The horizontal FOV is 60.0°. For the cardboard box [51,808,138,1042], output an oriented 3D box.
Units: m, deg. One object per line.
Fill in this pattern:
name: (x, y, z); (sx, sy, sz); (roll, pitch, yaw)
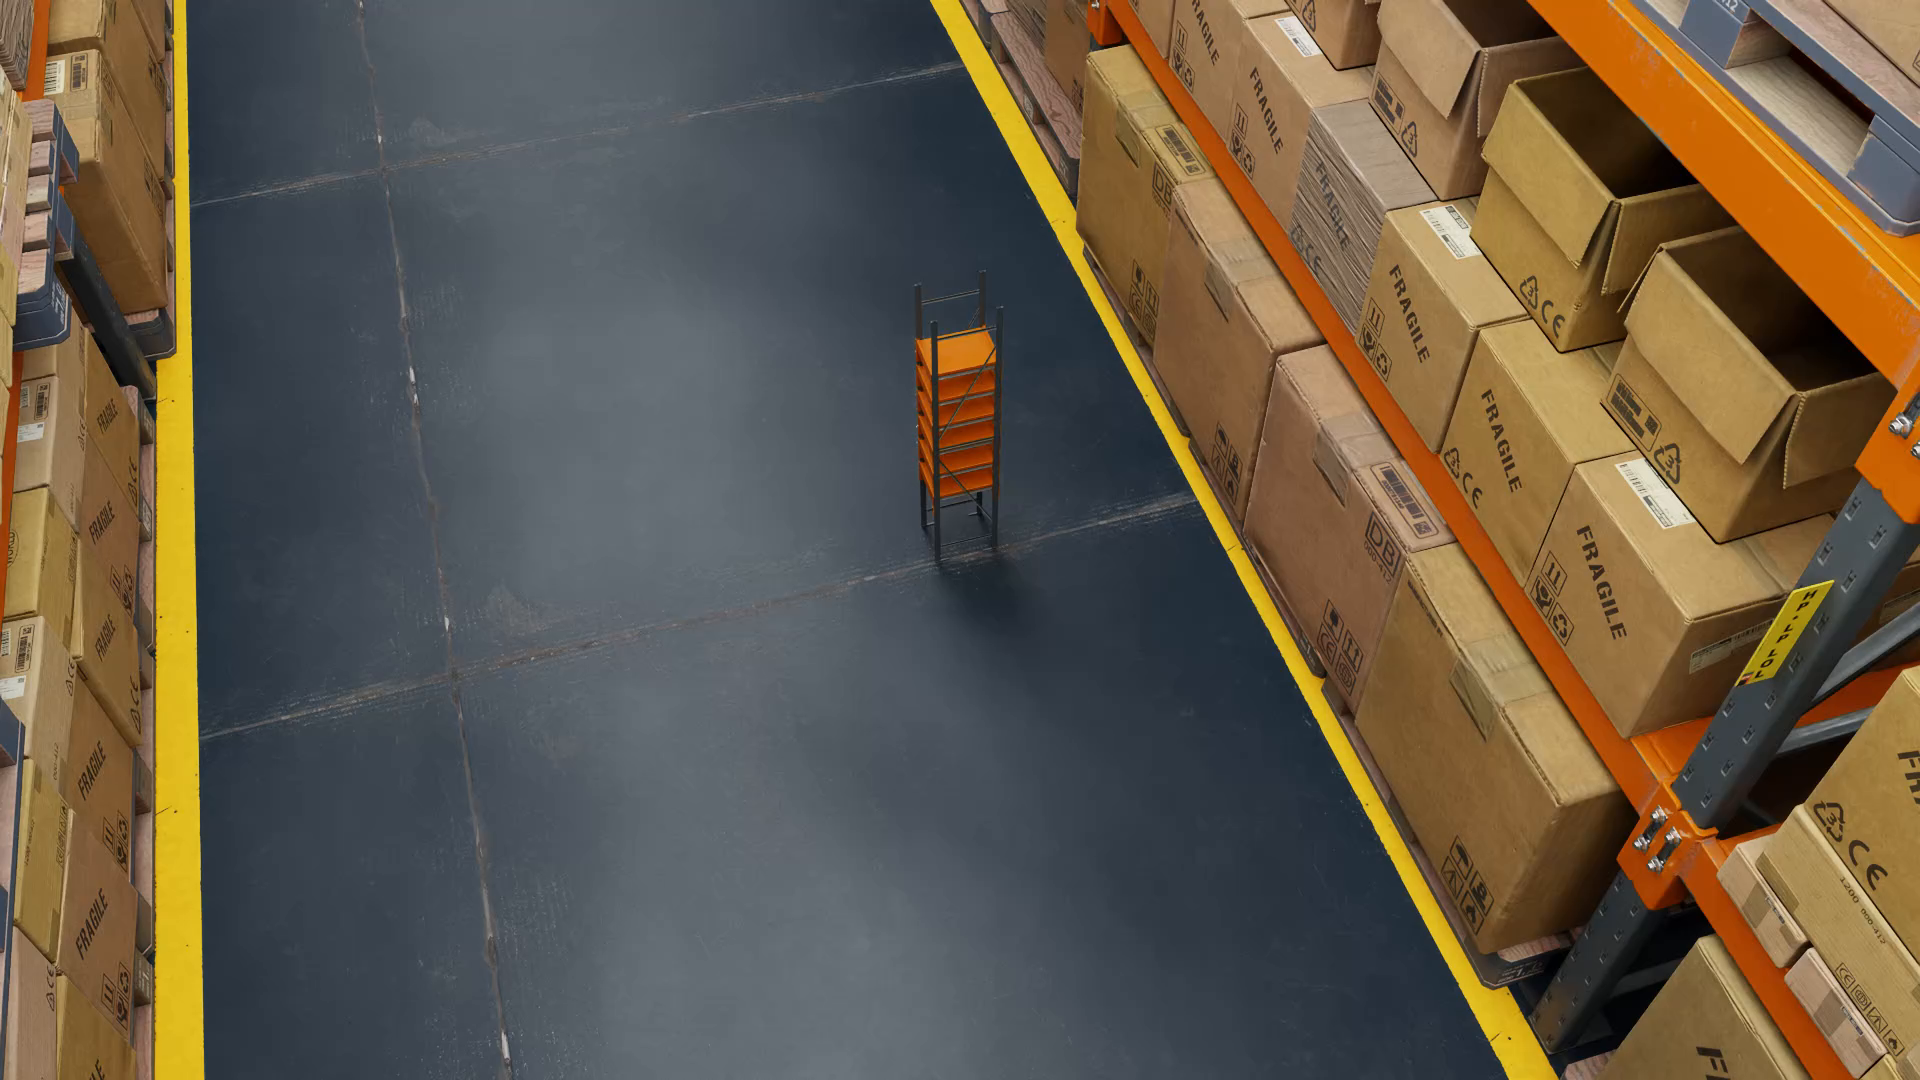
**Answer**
cardboard box: (-2.682, 1.146, 4.683); (0.500, 0.500, 0.500); (-11, 51, -9)

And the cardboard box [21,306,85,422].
cardboard box: (-3.289, -0.592, 5.657); (0.500, 0.250, 0.500); (-14, 51, -12)

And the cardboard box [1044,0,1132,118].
cardboard box: (0.809, -2.329, 7.599); (0.700, 0.500, 0.500); (-16, 52, -13)

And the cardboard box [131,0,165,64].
cardboard box: (-4.373, -2.654, 7.722); (1.050, 0.750, 0.750); (-13, 51, -11)

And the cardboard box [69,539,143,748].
cardboard box: (-2.975, 0.394, 5.316); (0.500, 0.500, 0.500); (-15, 52, -13)

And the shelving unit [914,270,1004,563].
shelving unit: (-0.004, -0.397, 5.800); (0.258, 1.200, 0.189); (-13, 51, -11)

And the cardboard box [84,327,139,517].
cardboard box: (-3.297, -0.369, 5.959); (0.500, 0.500, 0.500); (-14, 51, -11)

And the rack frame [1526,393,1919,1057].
rack frame: (2.209, 0.413, 3.940); (1.000, 3.000, 0.127); (-13, 51, -11)

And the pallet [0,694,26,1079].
pallet: (-2.646, 0.932, 3.628); (1.003, 0.211, 1.213); (-13, 51, -11)

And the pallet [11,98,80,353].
pallet: (-3.429, -0.902, 5.174); (1.213, 0.211, 1.003); (-13, 51, -11)

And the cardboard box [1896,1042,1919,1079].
cardboard box: (2.240, 1.133, 3.237); (0.500, 0.250, 0.500); (-14, 51, -11)

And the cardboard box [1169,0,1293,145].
cardboard box: (1.065, -1.748, 5.696); (0.500, 0.500, 0.500); (-15, 51, -12)

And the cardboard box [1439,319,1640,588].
cardboard box: (1.671, -0.262, 4.443); (0.500, 0.500, 0.500); (-12, 51, -10)

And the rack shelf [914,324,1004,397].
rack shelf: (-0.004, -0.601, 5.559); (0.258, 0.103, 0.180); (-13, 51, -11)

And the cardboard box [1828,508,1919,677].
cardboard box: (2.312, -0.011, 4.232); (0.500, 0.500, 0.500); (-13, 51, -11)

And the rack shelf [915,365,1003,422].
rack shelf: (-0.004, -0.523, 5.651); (0.258, 0.103, 0.180); (-13, 51, -11)

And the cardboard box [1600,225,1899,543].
cardboard box: (2.013, -0.407, 3.910); (0.797, 0.503, 0.637); (-15, 51, -12)

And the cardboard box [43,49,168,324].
cardboard box: (-3.836, -1.336, 6.611); (1.050, 0.750, 0.750); (-14, 51, -11)

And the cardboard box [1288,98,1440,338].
cardboard box: (1.366, -1.009, 5.073); (0.500, 0.500, 0.500); (-13, 51, -11)

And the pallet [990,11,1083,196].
pallet: (0.797, -2.180, 7.950); (1.003, 0.211, 1.213); (-13, 51, -11)

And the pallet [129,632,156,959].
pallet: (-3.155, 0.899, 5.354); (1.003, 0.211, 1.213); (-13, 51, -11)

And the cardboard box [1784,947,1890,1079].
cardboard box: (2.057, 0.977, 3.628); (0.380, 0.149, 0.250); (-15, 51, -12)

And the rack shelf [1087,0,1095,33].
rack shelf: (0.435, -3.737, 7.909); (1.077, 0.370, 4.000); (-13, 51, -11)

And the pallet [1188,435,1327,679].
pallet: (1.545, -0.127, 6.219); (1.003, 0.211, 1.213); (-13, 51, -11)

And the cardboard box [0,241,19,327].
cardboard box: (-2.938, -0.706, 4.773); (0.380, 0.149, 0.250); (-14, 51, -11)

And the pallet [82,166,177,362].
pallet: (-3.903, -1.155, 7.085); (1.003, 0.211, 1.213); (-13, 51, -11)

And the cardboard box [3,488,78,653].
cardboard box: (-2.994, 0.150, 5.032); (0.500, 0.250, 0.500); (-12, 51, -10)

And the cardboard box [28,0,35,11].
cardboard box: (-3.769, -2.252, 6.121); (0.500, 0.500, 0.500); (-14, 51, -11)

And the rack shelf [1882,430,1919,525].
rack shelf: (2.801, 1.139, 1.836); (1.077, 0.370, 4.000); (-13, 51, -11)

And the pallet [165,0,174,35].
pallet: (-4.624, -2.937, 8.588); (1.003, 0.211, 1.213); (-13, 51, -11)

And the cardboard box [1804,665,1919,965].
cardboard box: (2.107, 0.532, 3.253); (0.500, 0.500, 0.500); (-13, 51, -11)

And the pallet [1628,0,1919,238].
pallet: (1.891, -1.150, 3.421); (0.805, 0.209, 1.217); (-15, 52, -12)

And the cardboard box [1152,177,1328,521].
cardboard box: (1.467, -0.797, 6.075); (1.225, 0.875, 0.875); (-13, 51, -11)

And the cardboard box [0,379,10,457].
cardboard box: (-2.782, -0.320, 4.448); (0.380, 0.149, 0.250); (-12, 51, -10)

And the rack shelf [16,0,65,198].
rack shelf: (-4.333, -2.689, 7.026); (1.077, 0.370, 4.000); (-13, 51, -11)

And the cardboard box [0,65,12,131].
cardboard box: (-3.160, -1.353, 5.124); (0.380, 0.149, 0.250); (-12, 51, -10)

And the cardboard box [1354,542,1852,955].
cardboard box: (2.001, 0.500, 4.982); (1.225, 0.875, 0.875); (-13, 51, -11)

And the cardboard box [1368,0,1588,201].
cardboard box: (1.622, -1.361, 4.714); (0.797, 0.503, 0.637); (-12, 51, -10)

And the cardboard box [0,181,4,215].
cardboard box: (-3.000, -0.967, 4.798); (0.380, 0.149, 0.250); (-12, 51, -10)

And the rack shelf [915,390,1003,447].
rack shelf: (-0.004, -0.446, 5.742); (0.258, 0.103, 0.180); (-13, 51, -11)

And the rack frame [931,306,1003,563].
rack frame: (0.023, -0.330, 5.744); (0.240, 1.200, 0.006); (-13, 51, -11)

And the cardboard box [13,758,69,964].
cardboard box: (-2.685, 0.902, 4.398); (0.500, 0.250, 0.500); (-12, 51, -10)

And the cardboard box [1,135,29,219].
cardboard box: (-3.085, -1.077, 5.085); (0.380, 0.149, 0.250); (-13, 51, -11)

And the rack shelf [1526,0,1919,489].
rack shelf: (1.618, -1.782, 4.299); (1.077, 0.370, 4.000); (-13, 51, -11)
